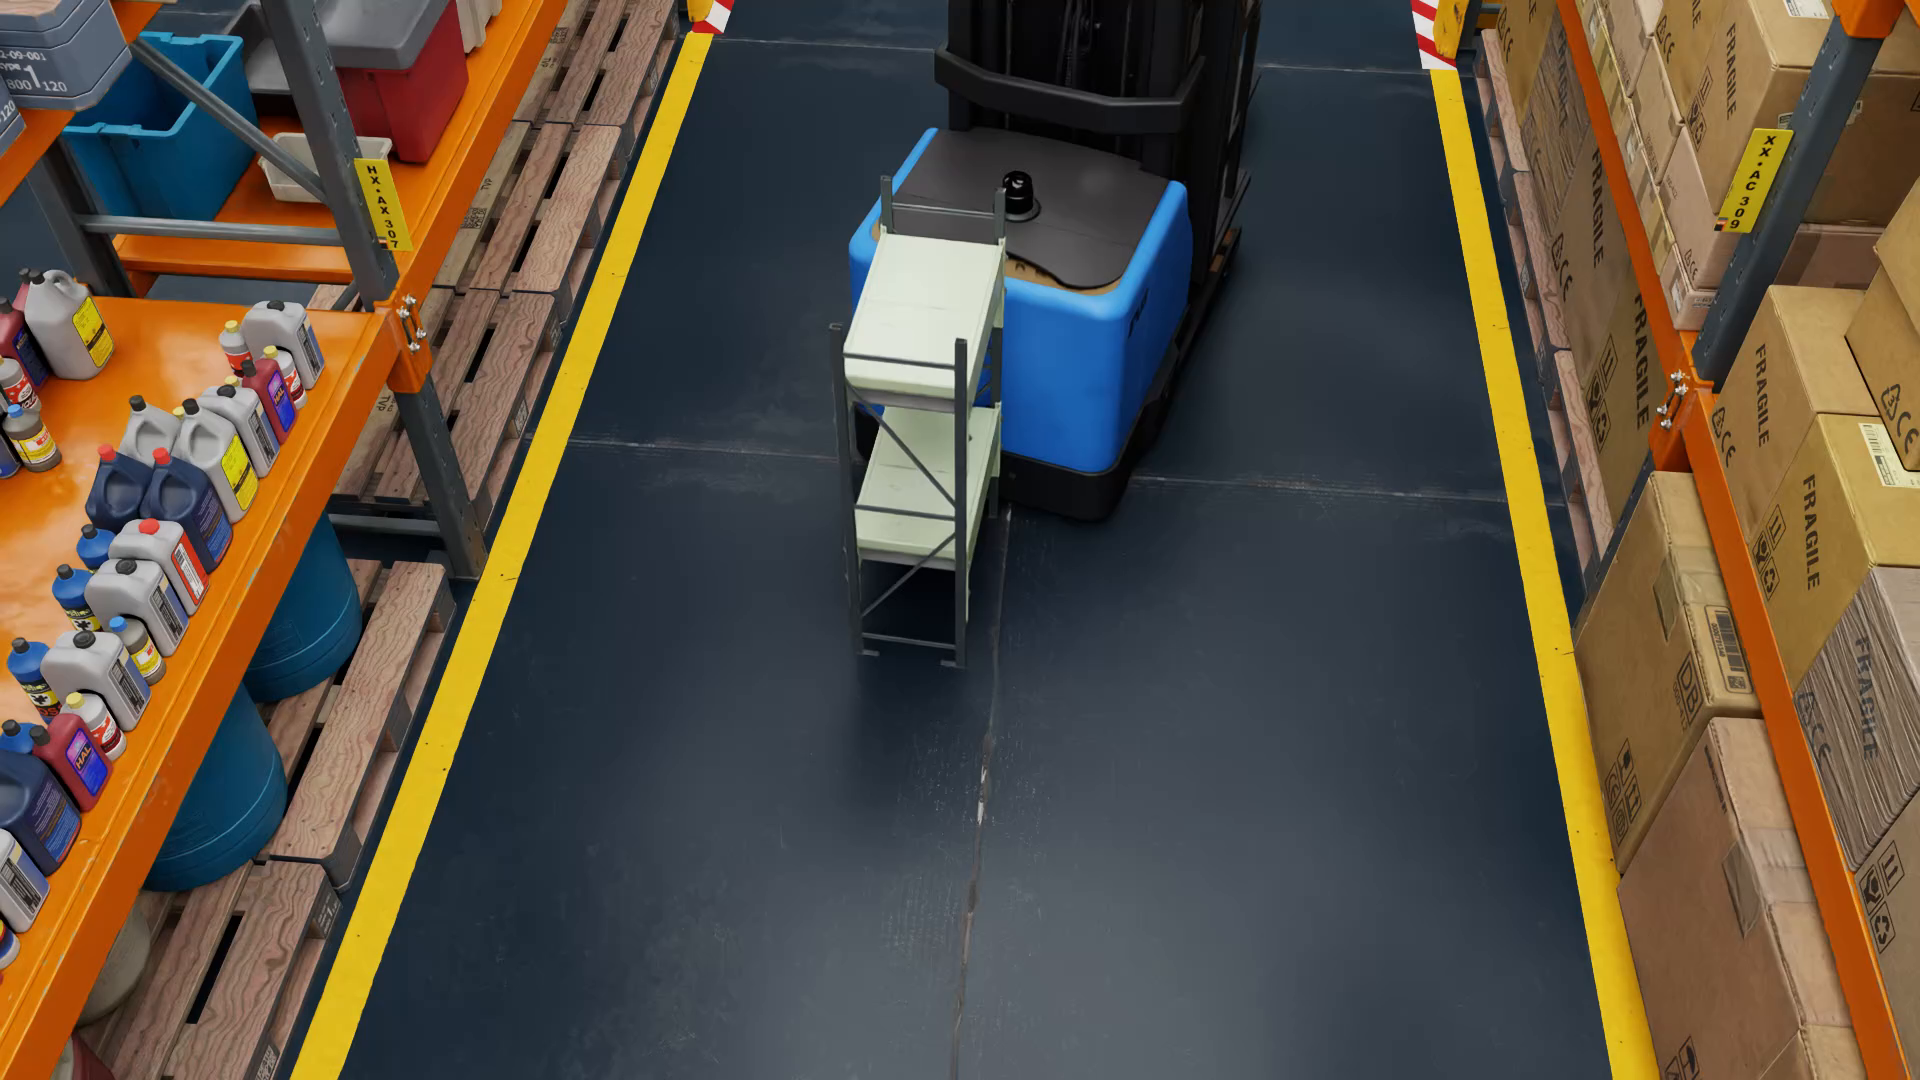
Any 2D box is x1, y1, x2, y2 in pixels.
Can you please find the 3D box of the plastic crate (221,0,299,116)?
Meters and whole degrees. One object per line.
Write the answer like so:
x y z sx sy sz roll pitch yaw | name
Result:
-2.423 -1.705 5.922 0.437 0.125 0.590 4 48 4 | plastic crate

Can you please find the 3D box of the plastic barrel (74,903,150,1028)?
-2.529 1.089 4.623 0.421 0.512 0.421 0 48 0 | plastic barrel

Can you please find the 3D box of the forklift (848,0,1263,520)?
0.597 -2.172 6.250 1.130 2.935 3.031 16 49 14 | forklift

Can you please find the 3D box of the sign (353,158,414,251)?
-1.710 -0.992 4.937 0.100 0.325 0.005 4 48 4 | sign

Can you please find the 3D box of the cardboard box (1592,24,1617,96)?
2.493 -1.710 5.951 0.380 0.149 0.250 3 48 3 | cardboard box

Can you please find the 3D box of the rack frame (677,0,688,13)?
-1.893 -3.876 7.763 1.000 3.000 0.127 4 48 4 | rack frame

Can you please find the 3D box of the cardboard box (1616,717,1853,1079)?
2.556 1.100 4.367 1.225 0.875 0.875 2 48 2 | cardboard box

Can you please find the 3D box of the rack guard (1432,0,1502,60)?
3.042 -2.717 8.397 1.175 0.500 0.348 4 48 4 | rack guard

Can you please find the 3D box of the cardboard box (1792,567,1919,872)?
2.293 0.421 3.765 0.500 0.500 0.500 3 48 3 | cardboard box

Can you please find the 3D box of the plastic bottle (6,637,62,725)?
-2.210 0.331 4.001 0.097 0.271 0.097 0 48 0 | plastic bottle

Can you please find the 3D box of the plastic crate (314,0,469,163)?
-1.926 -1.618 5.613 0.402 0.464 0.583 4 48 4 | plastic crate

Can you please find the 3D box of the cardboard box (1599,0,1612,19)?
2.595 -2.123 6.059 0.500 0.250 0.500 3 48 3 | cardboard box

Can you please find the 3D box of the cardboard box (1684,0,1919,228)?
2.451 -1.263 4.764 0.500 0.500 0.500 5 48 5 | cardboard box

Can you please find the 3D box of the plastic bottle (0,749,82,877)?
-2.115 0.586 3.714 0.144 0.351 0.185 4 48 4 | plastic bottle

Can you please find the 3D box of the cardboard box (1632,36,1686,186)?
2.499 -1.376 5.376 0.500 0.250 0.500 5 48 5 | cardboard box

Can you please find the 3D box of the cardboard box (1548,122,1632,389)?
2.897 -1.170 6.442 0.875 0.875 0.875 4 48 4 | cardboard box

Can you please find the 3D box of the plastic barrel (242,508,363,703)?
-2.324 0.028 5.329 0.600 0.901 0.708 4 48 4 | plastic barrel

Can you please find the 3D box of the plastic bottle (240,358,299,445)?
-1.947 -0.413 4.674 0.061 0.283 0.133 4 48 4 | plastic bottle

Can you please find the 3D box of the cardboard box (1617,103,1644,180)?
2.447 -1.332 5.606 0.380 0.149 0.250 5 48 4 | cardboard box

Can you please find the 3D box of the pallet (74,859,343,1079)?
-2.478 1.467 4.765 1.003 0.211 1.213 4 48 4 | pallet

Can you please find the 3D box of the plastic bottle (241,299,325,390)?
-1.971 -0.584 4.835 0.152 0.276 0.135 4 48 4 | plastic bottle

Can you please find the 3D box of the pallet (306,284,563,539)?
-2.229 -0.539 6.600 1.003 0.211 1.213 4 48 4 | pallet

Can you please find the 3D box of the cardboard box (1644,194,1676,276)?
2.400 -0.955 5.261 0.380 0.149 0.250 5 48 4 | cardboard box

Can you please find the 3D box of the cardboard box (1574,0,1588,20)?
2.540 -2.090 6.299 0.380 0.149 0.250 3 48 3 | cardboard box

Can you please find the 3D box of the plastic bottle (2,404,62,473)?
-2.586 -0.292 4.619 0.097 0.201 0.097 0 48 0 | plastic bottle

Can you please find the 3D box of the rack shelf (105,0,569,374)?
-2.075 -2.164 6.684 1.077 0.370 4.000 4 48 4 | rack shelf

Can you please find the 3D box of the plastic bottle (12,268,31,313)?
-2.715 -0.657 4.897 0.061 0.283 0.133 4 48 4 | plastic bottle

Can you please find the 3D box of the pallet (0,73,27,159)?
-2.332 -0.470 2.742 1.003 0.211 1.213 4 48 4 | pallet

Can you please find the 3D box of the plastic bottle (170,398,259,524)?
-2.015 -0.223 4.455 0.144 0.351 0.185 4 48 4 | plastic bottle

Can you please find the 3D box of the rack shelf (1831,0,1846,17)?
2.857 -2.843 5.272 1.077 0.370 4.000 4 48 4 | rack shelf

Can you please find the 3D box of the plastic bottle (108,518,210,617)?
-2.050 0.055 4.251 0.152 0.276 0.135 4 48 4 | plastic bottle

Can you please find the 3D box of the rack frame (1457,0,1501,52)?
3.040 -3.543 7.458 1.000 3.000 0.127 4 48 4 | rack frame

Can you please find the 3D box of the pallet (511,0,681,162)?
-2.006 -2.332 8.240 1.003 0.211 1.213 4 48 4 | pallet

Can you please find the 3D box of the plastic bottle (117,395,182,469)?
-2.159 -0.233 4.463 0.144 0.351 0.185 4 48 4 | plastic bottle

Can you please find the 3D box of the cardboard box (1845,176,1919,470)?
2.625 -0.506 3.933 0.797 0.503 0.637 3 48 3 | cardboard box

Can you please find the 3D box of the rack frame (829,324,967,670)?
-0.177 -0.085 5.311 0.400 1.500 0.023 7 48 7 | rack frame

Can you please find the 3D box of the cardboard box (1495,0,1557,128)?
3.061 -2.492 7.652 0.875 0.875 0.875 4 48 4 | cardboard box

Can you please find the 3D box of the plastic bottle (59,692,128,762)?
-2.067 0.437 3.952 0.097 0.201 0.097 0 48 0 | plastic bottle

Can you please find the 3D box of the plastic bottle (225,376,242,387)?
-2.027 -0.378 4.697 0.097 0.201 0.097 0 48 0 | plastic bottle

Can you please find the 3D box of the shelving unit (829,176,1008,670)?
-0.115 -0.351 5.554 0.431 1.500 0.755 7 48 7 | shelving unit

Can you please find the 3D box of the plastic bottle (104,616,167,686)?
-2.046 0.266 4.108 0.097 0.201 0.097 0 48 0 | plastic bottle

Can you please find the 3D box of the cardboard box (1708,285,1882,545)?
2.384 -0.317 4.439 0.500 0.500 0.500 4 48 4 | cardboard box

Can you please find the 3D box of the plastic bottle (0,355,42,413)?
-2.720 -0.445 4.759 0.097 0.201 0.097 0 48 0 | plastic bottle

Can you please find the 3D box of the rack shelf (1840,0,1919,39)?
2.493 0.096 2.584 1.077 0.370 4.000 4 48 4 | rack shelf

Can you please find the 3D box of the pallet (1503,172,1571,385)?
2.931 -1.115 7.127 1.003 0.211 1.213 4 48 4 | pallet

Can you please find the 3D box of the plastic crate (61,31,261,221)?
-2.554 -1.318 5.393 0.392 0.384 0.575 4 48 4 | plastic crate

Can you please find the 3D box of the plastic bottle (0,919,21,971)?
-2.117 0.817 3.557 0.097 0.271 0.097 0 48 0 | plastic bottle

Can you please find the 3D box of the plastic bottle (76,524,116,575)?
-2.176 0.062 4.248 0.097 0.271 0.097 0 48 0 | plastic bottle

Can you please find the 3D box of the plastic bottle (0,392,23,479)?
-2.712 -0.312 4.587 0.152 0.276 0.135 4 48 4 | plastic bottle

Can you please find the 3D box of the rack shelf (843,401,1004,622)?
-0.115 -0.131 5.795 0.431 0.370 0.720 7 48 7 | rack shelf
